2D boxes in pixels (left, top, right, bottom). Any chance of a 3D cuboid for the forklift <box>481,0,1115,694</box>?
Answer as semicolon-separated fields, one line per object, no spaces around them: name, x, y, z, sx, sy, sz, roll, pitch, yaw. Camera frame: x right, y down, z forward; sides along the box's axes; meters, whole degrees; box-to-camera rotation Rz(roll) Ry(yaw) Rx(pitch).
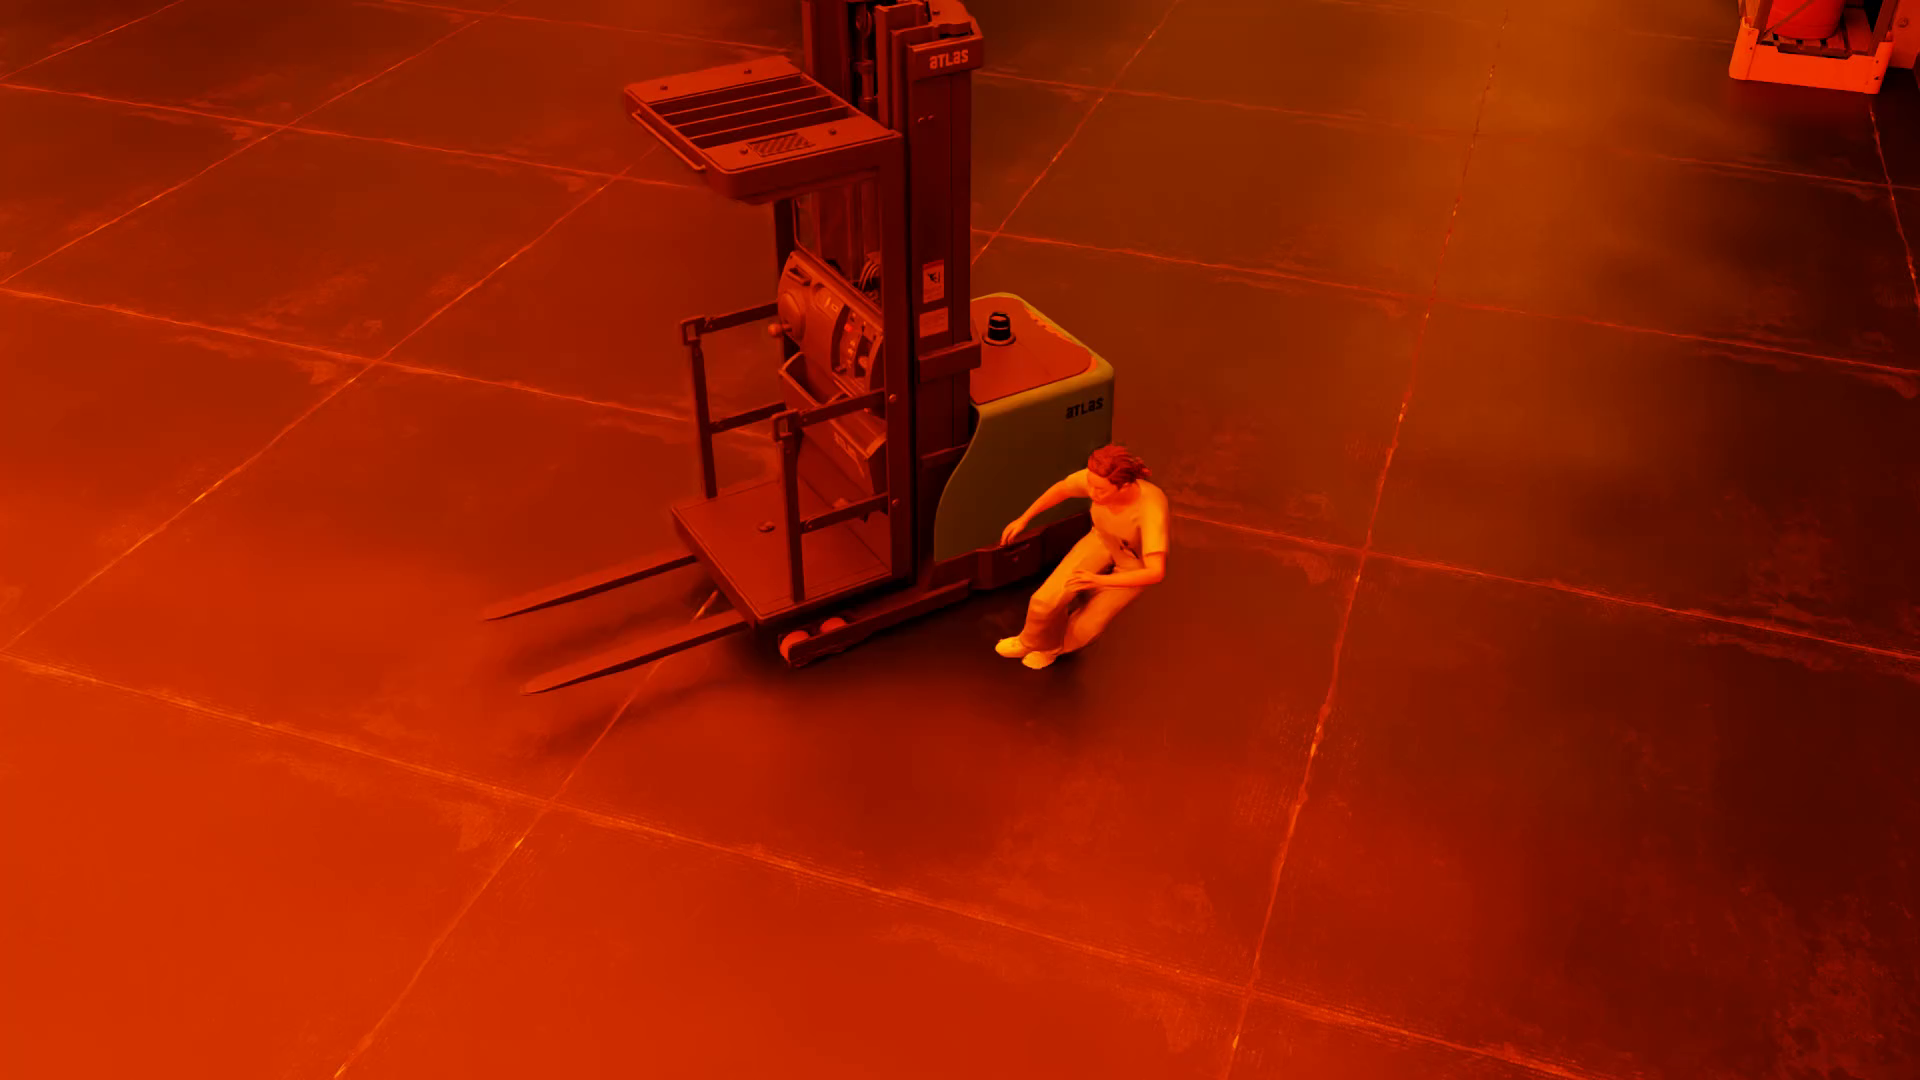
forklift;-0.769;-0.952;7.454;3.031;2.935;1.130;-19;40;-25

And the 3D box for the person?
person;0.534;0.154;7.192;0.870;1.435;0.815;20;40;26
